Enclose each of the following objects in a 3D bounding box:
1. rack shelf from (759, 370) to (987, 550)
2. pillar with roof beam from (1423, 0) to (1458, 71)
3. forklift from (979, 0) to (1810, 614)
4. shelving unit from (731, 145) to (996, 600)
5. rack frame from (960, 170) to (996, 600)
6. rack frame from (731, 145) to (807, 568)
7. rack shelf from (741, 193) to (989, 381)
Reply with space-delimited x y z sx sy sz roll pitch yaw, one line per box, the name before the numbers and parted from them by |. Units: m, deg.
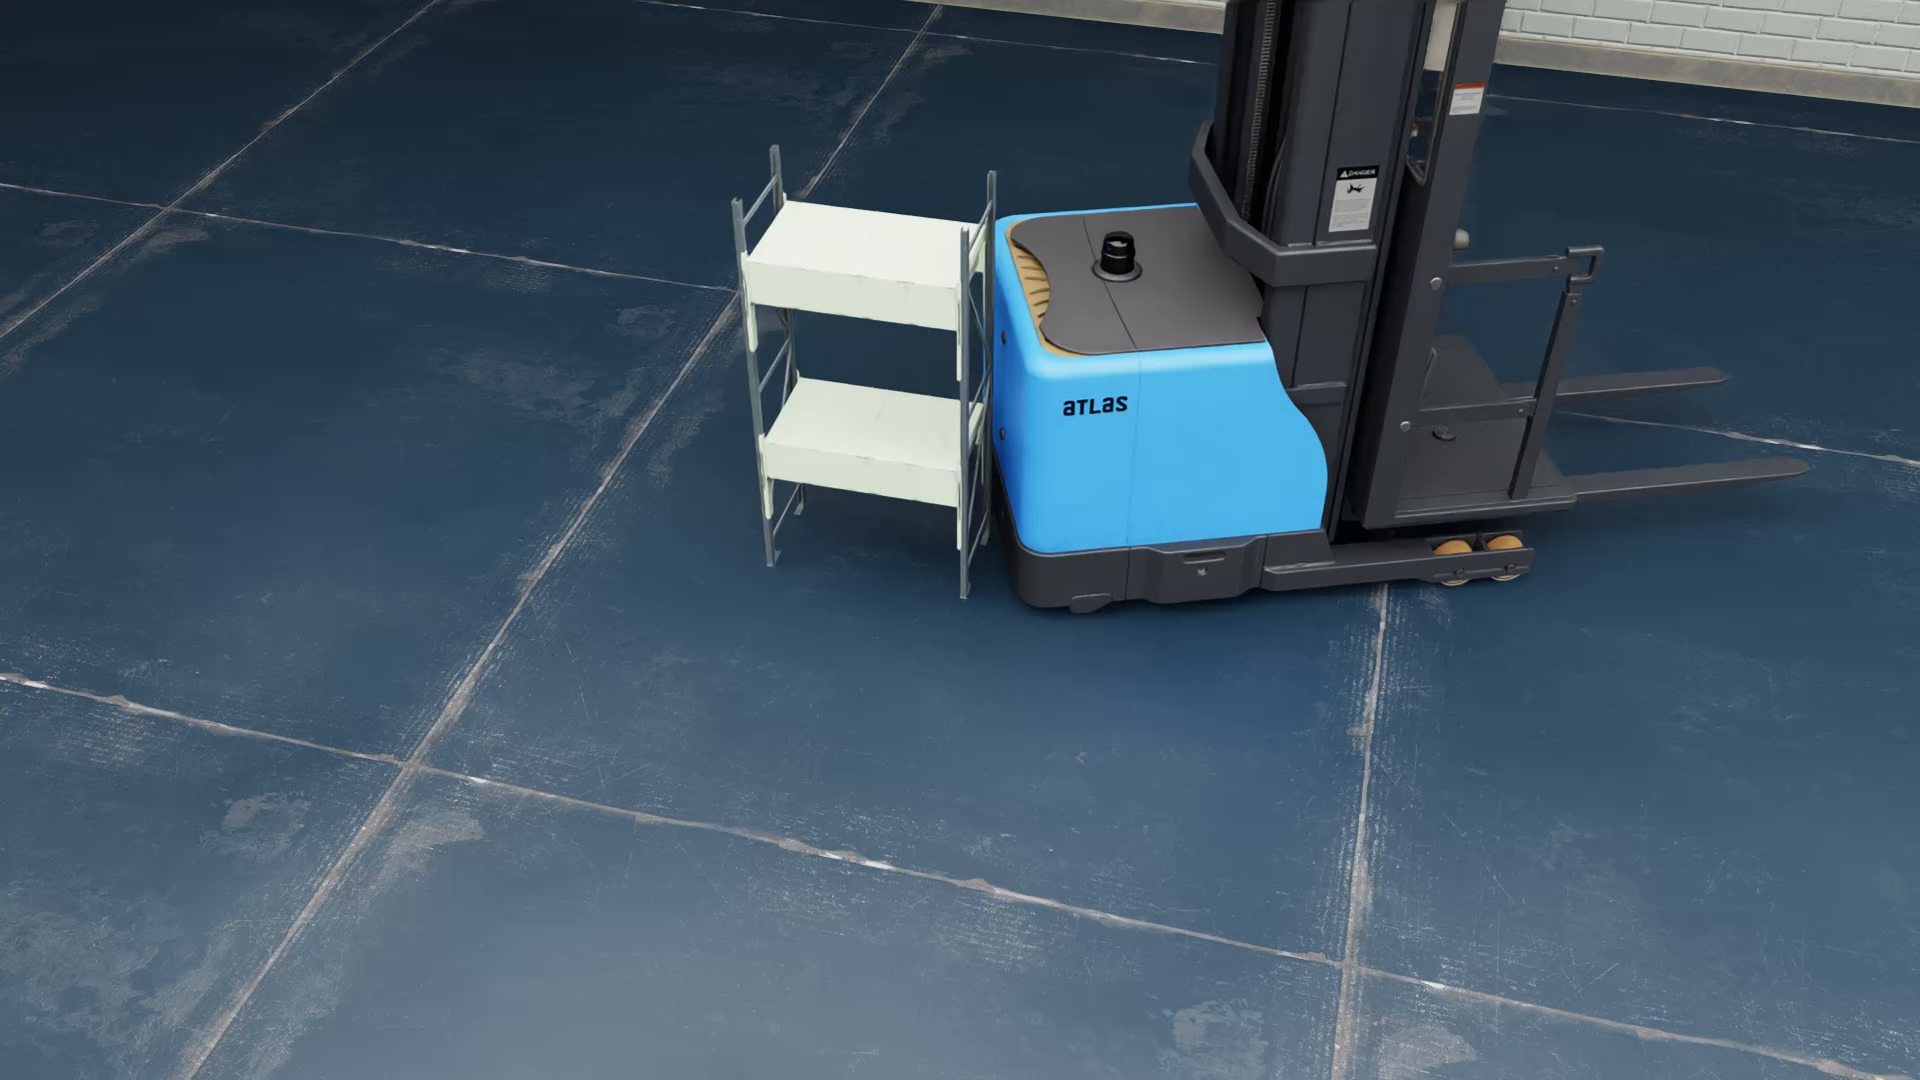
rack shelf | -0.297 -0.291 5.937 0.720 0.370 0.431 9 41 11
pillar with roof beam | 1.631 -3.467 3.381 0.400 9.000 9.100 10 41 11
forklift | 1.635 -1.289 5.506 3.031 2.935 1.130 -5 40 -6
shelving unit | -0.297 -0.540 5.727 0.755 1.500 0.431 9 41 11
rack frame | 0.059 -0.484 5.660 0.023 1.500 0.400 9 41 11
rack frame | -0.652 -0.597 5.795 0.023 1.500 0.400 9 41 11
rack shelf | -0.297 -0.839 5.476 0.720 0.370 0.431 9 41 11
